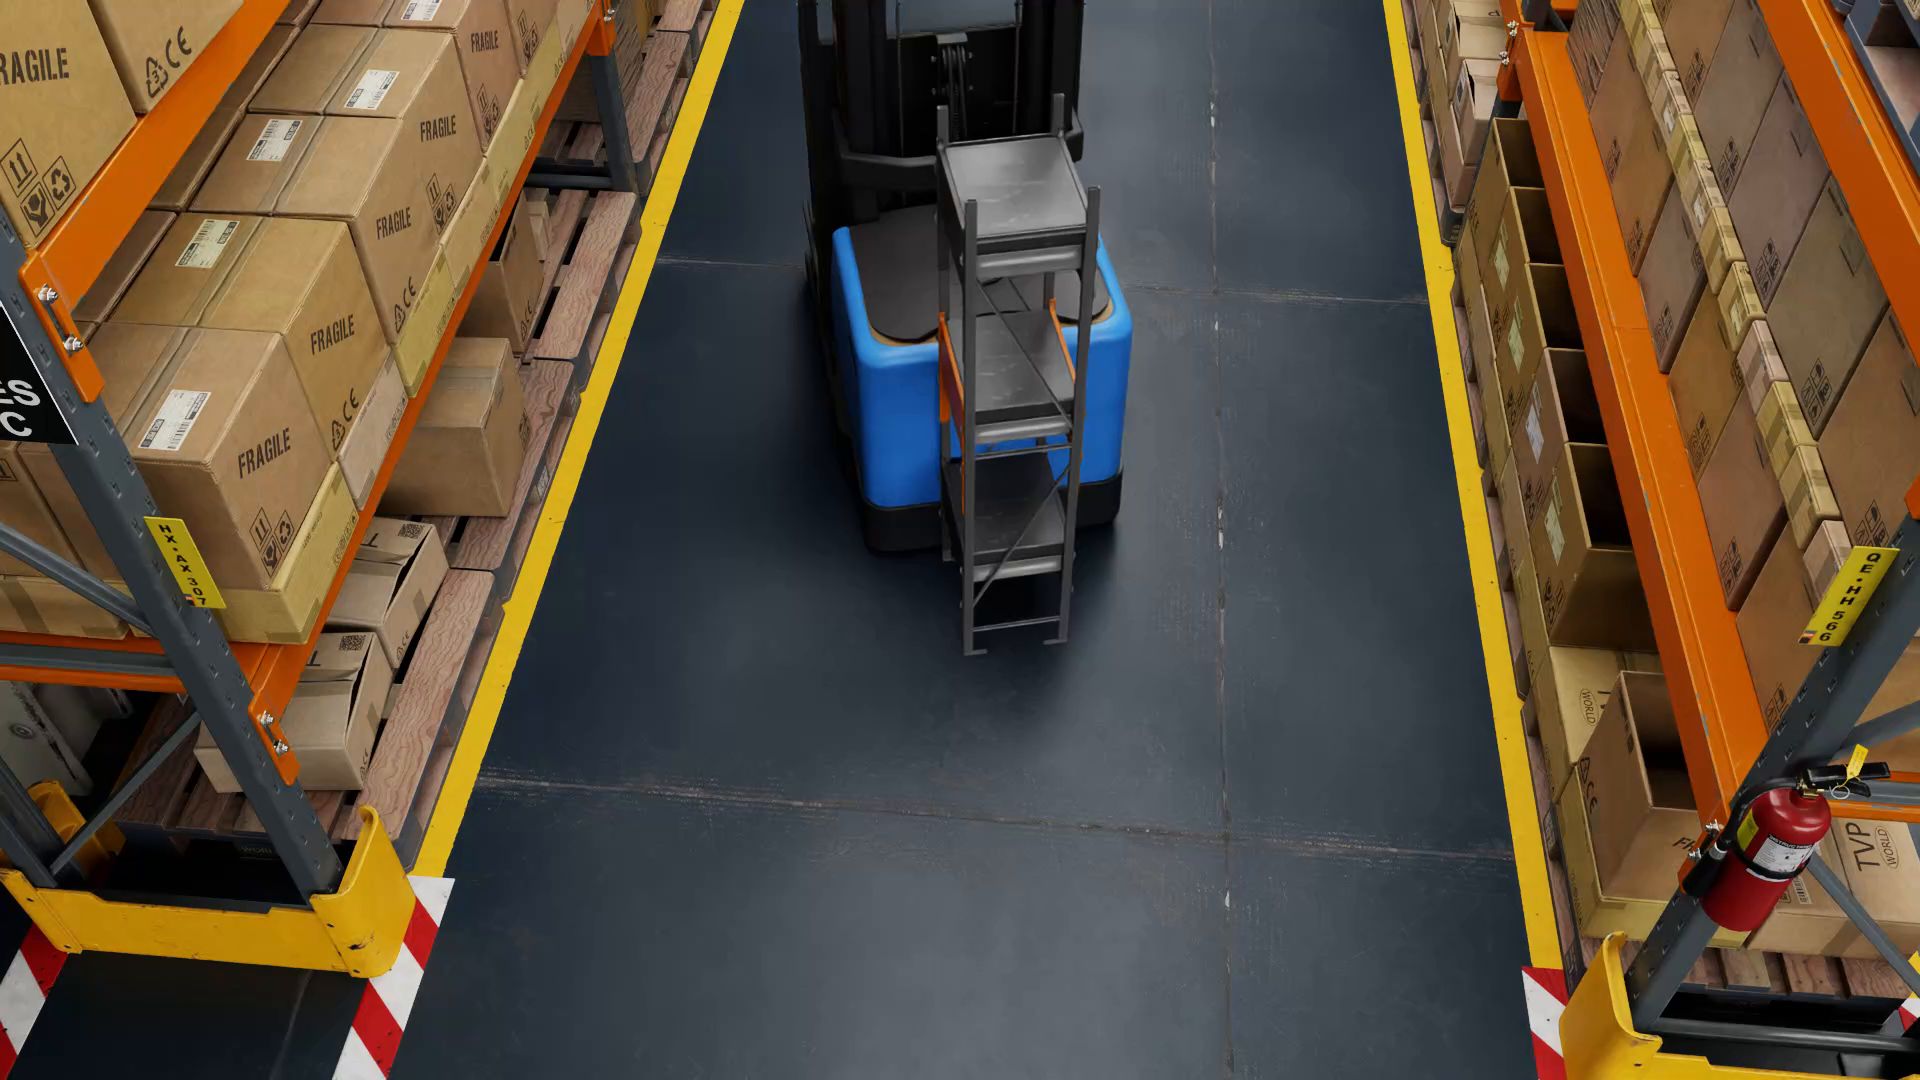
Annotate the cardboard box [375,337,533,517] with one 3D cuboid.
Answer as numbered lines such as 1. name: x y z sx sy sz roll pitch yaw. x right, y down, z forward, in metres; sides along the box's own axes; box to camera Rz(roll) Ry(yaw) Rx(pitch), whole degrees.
1. cardboard box: -2.120 -0.448 6.522 0.700 0.500 0.500 1 48 1

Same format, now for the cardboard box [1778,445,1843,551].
1. cardboard box: 2.360 -0.094 4.296 0.380 0.149 0.250 5 48 5

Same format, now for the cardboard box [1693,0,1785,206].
1. cardboard box: 2.686 -1.333 4.990 0.700 0.500 0.500 4 48 4

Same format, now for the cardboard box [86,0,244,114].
1. cardboard box: -2.077 -1.360 3.847 0.500 0.500 0.500 7 48 6

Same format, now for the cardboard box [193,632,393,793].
1. cardboard box: -2.288 0.571 5.719 0.500 0.311 0.500 -1 48 -1

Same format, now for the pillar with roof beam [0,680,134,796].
1. pillar with roof beam: 1.049 -1.993 2.475 9.100 9.000 0.400 4 48 4

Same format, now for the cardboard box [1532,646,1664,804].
1. cardboard box: 2.281 0.649 5.703 0.500 0.250 0.500 4 48 4

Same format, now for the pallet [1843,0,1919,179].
1. pallet: 2.583 -0.856 3.527 1.003 0.211 1.213 4 48 4

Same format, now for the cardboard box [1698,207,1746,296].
1. cardboard box: 2.454 -0.853 4.990 0.380 0.149 0.250 5 48 5

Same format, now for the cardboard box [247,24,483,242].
1. cardboard box: -1.955 -1.347 5.529 0.500 0.500 0.500 5 48 5

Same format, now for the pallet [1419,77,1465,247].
1. pallet: 2.885 -1.898 8.342 1.003 0.211 1.213 4 48 4

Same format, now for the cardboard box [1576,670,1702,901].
1. cardboard box: 2.245 0.764 5.089 0.500 0.500 0.500 4 48 4

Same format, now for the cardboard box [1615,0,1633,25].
1. cardboard box: 2.595 -1.989 6.029 0.380 0.149 0.250 3 48 3

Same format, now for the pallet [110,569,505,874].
1. pallet: -2.325 0.605 6.054 1.003 0.211 1.213 4 48 4

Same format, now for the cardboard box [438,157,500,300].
1. cardboard box: -1.947 -1.107 5.818 0.500 0.250 0.500 4 48 4

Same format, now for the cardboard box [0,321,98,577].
1. cardboard box: -2.610 -0.256 4.531 0.500 0.500 0.500 3 48 3

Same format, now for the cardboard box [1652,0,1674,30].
1. cardboard box: 2.778 -2.068 5.662 0.700 0.500 0.500 4 48 3

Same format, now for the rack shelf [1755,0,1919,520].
1. rack shelf: 2.675 -1.595 4.630 1.077 0.370 4.000 4 48 4

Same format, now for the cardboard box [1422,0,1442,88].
1. cardboard box: 2.700 -2.580 8.656 0.500 0.250 0.500 5 48 4

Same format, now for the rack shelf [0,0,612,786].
1. rack shelf: -2.259 -0.913 6.039 1.077 0.370 4.000 4 48 4

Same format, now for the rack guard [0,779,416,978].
1. rack guard: -2.434 1.102 5.403 1.175 0.500 0.348 4 48 4

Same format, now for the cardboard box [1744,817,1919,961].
1. cardboard box: 2.763 1.052 5.334 0.500 0.250 0.500 4 48 4

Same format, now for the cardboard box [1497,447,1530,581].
1. cardboard box: 2.372 -0.086 6.375 0.500 0.250 0.500 4 48 4

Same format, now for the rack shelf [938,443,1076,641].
1. rack shelf: 0.169 0.009 6.286 0.431 0.518 0.480 -7 48 -7

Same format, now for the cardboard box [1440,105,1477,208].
1. cardboard box: 2.606 -1.833 7.972 0.500 0.250 0.500 3 48 3

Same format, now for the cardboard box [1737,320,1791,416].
1. cardboard box: 2.408 -0.467 4.637 0.380 0.149 0.250 4 48 4

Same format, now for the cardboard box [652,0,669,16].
1. cardboard box: -1.942 -3.227 9.065 0.700 0.500 0.500 4 48 4

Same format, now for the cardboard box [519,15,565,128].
1. cardboard box: -1.871 -1.847 6.495 0.500 0.250 0.500 4 48 4

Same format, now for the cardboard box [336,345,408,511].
1. cardboard box: -2.047 -0.362 5.136 0.500 0.250 0.500 3 48 2

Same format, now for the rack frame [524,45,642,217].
1. rack frame: -2.076 -2.625 7.118 1.000 3.000 0.127 4 48 4

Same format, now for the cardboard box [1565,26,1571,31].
1. cardboard box: 3.194 -2.352 8.067 0.500 0.311 0.500 3 48 3

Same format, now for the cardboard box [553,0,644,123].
1. cardboard box: -2.026 -2.472 8.374 0.700 0.500 0.500 5 48 5

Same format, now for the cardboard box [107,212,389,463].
1. cardboard box: -2.043 -0.588 4.835 0.500 0.500 0.500 4 48 4

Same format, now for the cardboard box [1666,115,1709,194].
1. cardboard box: 2.502 -1.224 5.330 0.380 0.149 0.250 4 48 3

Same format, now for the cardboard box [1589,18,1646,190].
1. cardboard box: 2.781 -1.614 6.126 0.700 0.500 0.500 3 48 3

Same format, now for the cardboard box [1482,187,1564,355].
1. cardboard box: 2.465 -1.074 6.770 0.500 0.500 0.500 4 48 4

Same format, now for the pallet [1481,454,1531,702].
1. pallet: 2.634 0.127 6.491 1.003 0.211 1.213 4 48 4

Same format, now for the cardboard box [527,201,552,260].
1. cardboard box: -2.095 -1.422 7.640 0.380 0.166 0.250 -2 48 -2

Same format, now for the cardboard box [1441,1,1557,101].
1. cardboard box: 2.650 -2.397 8.109 0.500 0.311 0.500 5 48 5

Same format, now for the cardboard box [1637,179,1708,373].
1. cardboard box: 2.686 -0.869 5.444 0.700 0.500 0.500 5 48 5

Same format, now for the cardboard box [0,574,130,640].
1. cardboard box: -2.591 0.002 4.804 0.500 0.250 0.500 4 48 4

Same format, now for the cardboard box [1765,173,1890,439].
1. cardboard box: 2.595 -0.595 4.314 0.700 0.500 0.500 3 48 3

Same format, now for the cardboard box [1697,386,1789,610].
1. cardboard box: 2.591 -0.117 4.757 0.700 0.500 0.500 5 48 5

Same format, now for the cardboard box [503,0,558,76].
1. cardboard box: -1.851 -2.099 6.217 0.500 0.500 0.500 4 48 3

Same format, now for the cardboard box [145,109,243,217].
1. cardboard box: -2.511 -1.005 5.216 0.500 0.500 0.500 3 48 2

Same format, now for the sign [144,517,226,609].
1. sign: -1.901 0.058 4.077 0.100 0.325 0.005 4 48 4

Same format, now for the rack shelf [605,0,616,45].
1. rack shelf: -1.894 -3.852 8.728 1.077 0.370 4.000 4 48 4

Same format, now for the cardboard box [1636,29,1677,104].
1. cardboard box: 2.548 -1.612 5.684 0.380 0.149 0.250 2 48 2

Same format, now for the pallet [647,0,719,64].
1. pallet: -1.898 -3.155 9.493 1.003 0.211 1.213 4 48 4

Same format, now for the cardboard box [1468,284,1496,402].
1. cardboard box: 2.462 -0.821 7.047 0.500 0.250 0.500 4 48 4

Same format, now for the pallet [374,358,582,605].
1. pallet: -2.211 -0.289 6.871 1.003 0.211 1.213 4 48 4

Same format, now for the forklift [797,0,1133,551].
1. forklift: -0.114 -2.050 6.639 1.130 2.935 3.031 -7 48 -7

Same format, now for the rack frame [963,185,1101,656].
1. rack frame: 0.212 -0.295 5.597 0.400 2.100 0.015 -7 48 -7

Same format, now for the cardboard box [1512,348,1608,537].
1. cardboard box: 2.368 -0.339 6.098 0.500 0.500 0.500 4 48 4

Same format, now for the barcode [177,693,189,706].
1. barcode: -2.685 0.528 5.752 0.001 0.075 0.075 4 48 4

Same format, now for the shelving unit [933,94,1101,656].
1. shelving unit: 0.169 -0.473 5.759 0.431 2.100 0.503 -7 48 -7

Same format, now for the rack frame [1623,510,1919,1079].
1. rack frame: 2.492 0.645 4.128 1.000 3.000 0.127 4 48 4

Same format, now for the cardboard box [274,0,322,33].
1. cardboard box: -2.429 -1.757 5.904 0.500 0.500 0.500 5 48 5
